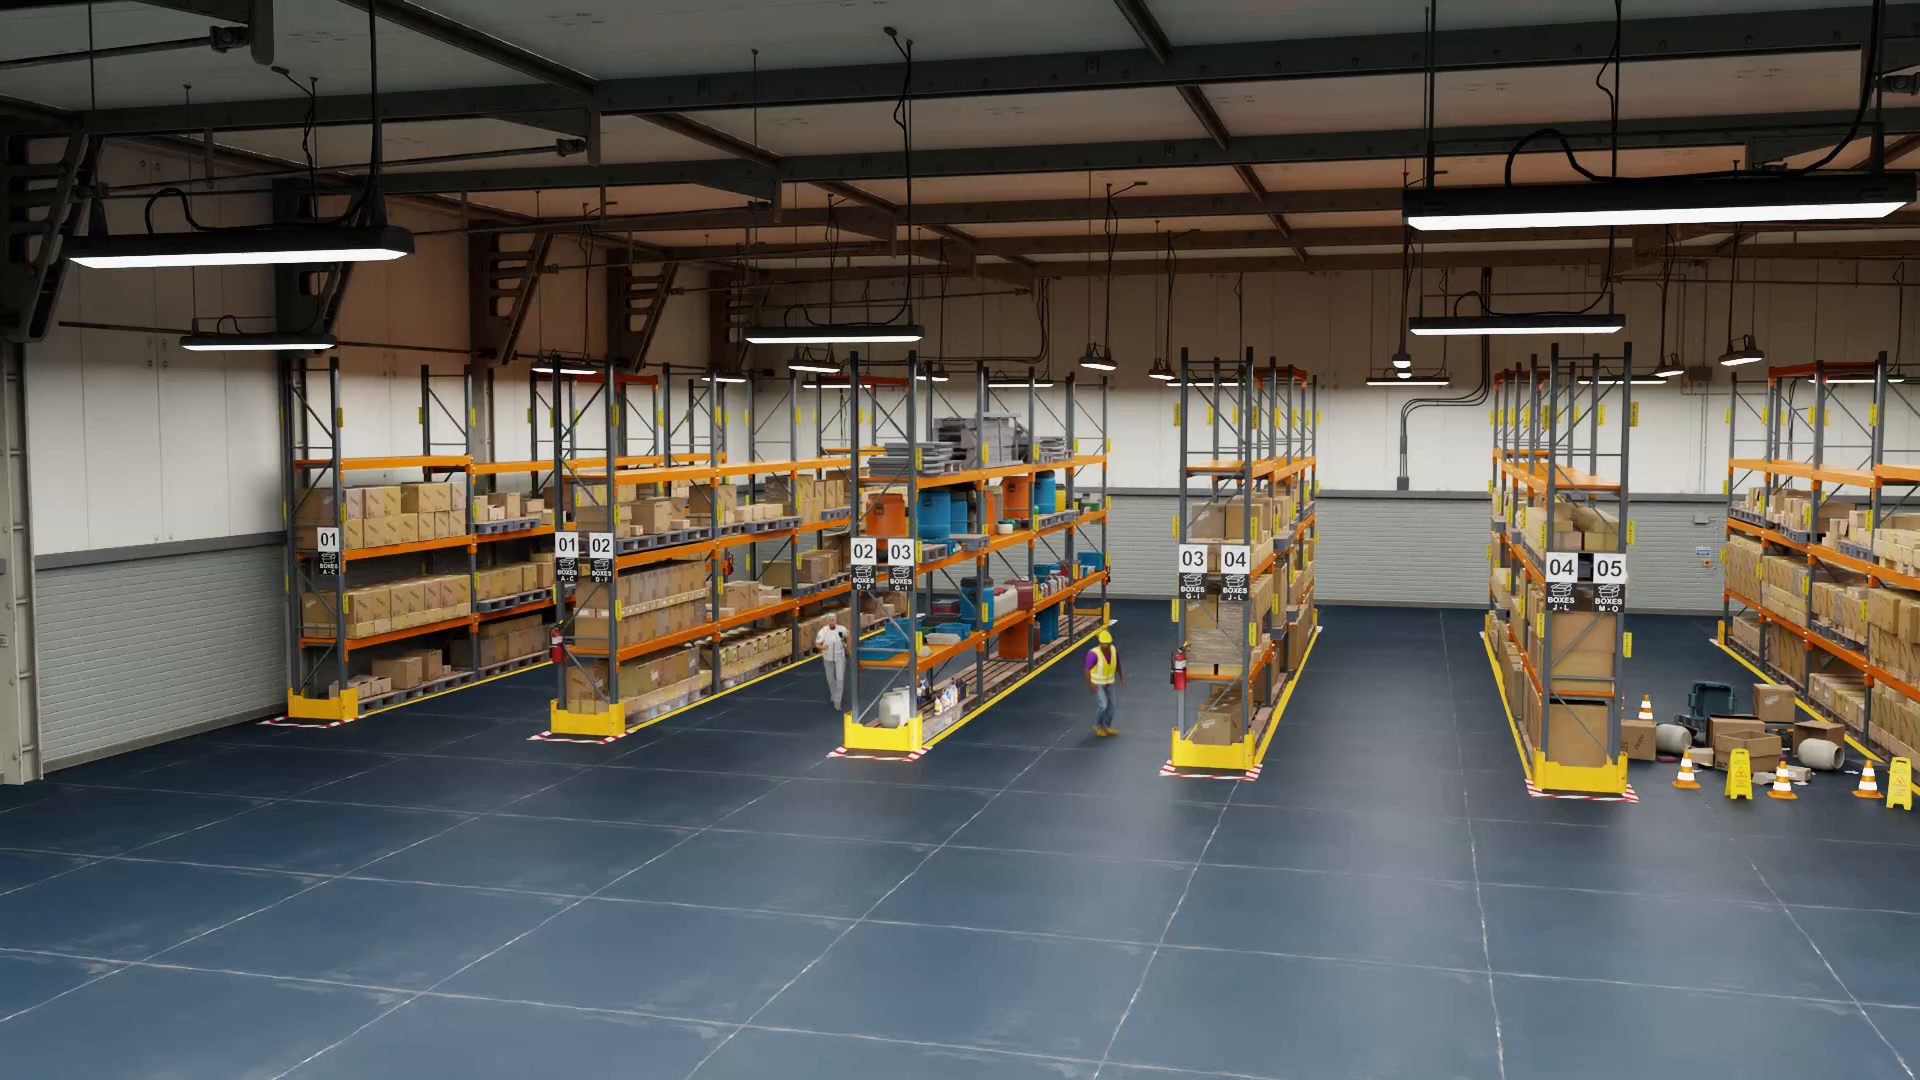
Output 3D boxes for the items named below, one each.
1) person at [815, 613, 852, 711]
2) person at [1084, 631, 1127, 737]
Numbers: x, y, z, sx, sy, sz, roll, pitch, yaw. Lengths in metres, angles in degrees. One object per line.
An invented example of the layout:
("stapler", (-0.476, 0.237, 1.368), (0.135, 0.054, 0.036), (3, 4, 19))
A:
("person", (-2.180, 2.071, 28.822), (0.609, 1.658, 0.955), (0, 4, 2))
("person", (2.276, 2.244, 26.111), (0.716, 1.697, 0.630), (-2, 5, -30))
